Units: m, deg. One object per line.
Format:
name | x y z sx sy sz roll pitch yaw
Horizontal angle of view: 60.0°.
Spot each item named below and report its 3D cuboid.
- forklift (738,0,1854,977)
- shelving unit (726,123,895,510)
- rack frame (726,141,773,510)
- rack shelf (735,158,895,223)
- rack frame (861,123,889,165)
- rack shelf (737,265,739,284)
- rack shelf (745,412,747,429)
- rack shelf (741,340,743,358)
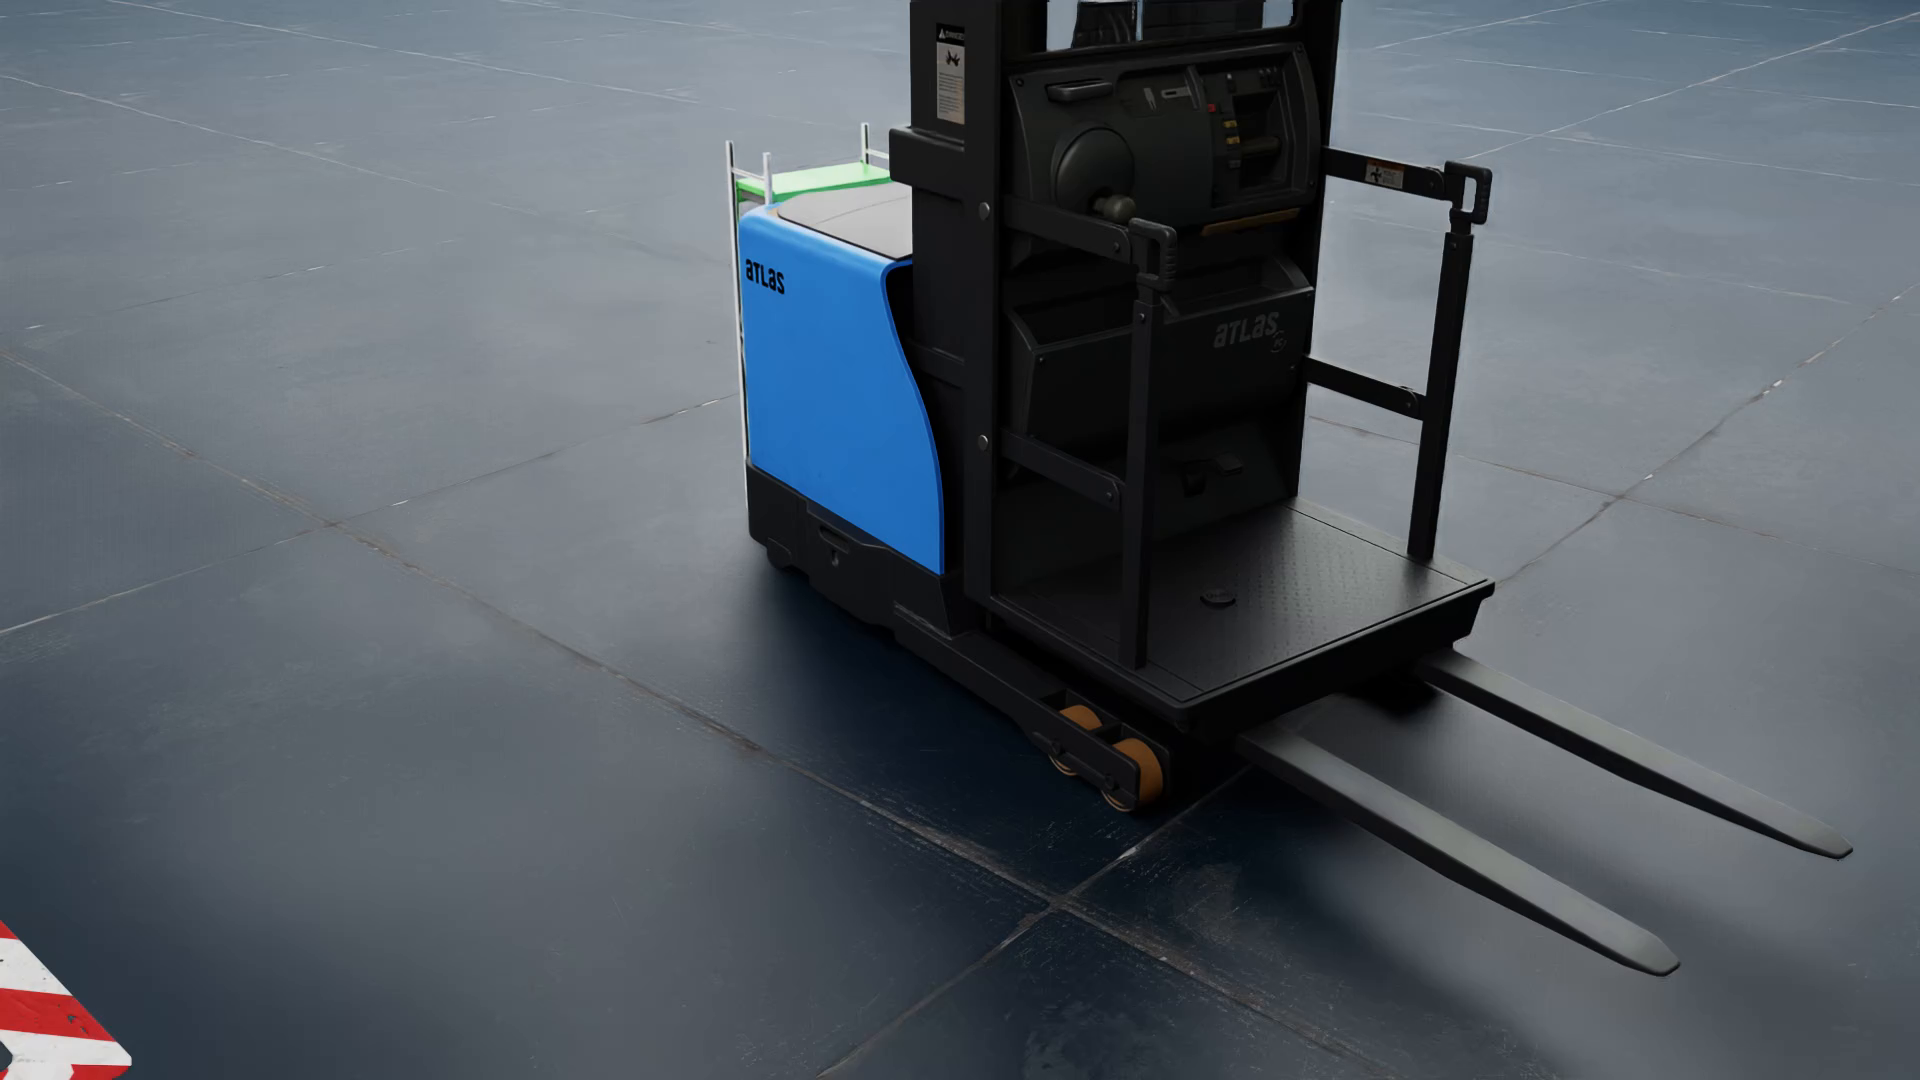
forklift | 0.628 -0.936 3.754 1.130 2.935 3.031 -17 29 -33
shelving unit | -0.430 -0.670 5.278 0.503 1.200 0.258 -17 29 -33
rack frame | -0.625 -0.610 5.145 0.015 1.200 0.240 -17 29 -33
rack shelf | -0.430 -1.050 5.108 0.480 0.148 0.258 -17 29 -33
rack frame | -0.234 -0.730 5.412 0.015 1.200 0.240 -17 29 -33
rack shelf | -0.430 -0.831 5.206 0.480 0.148 0.258 -17 29 -33
rack shelf | -0.430 -0.393 5.402 0.480 0.148 0.258 -17 29 -33
rack shelf | -0.430 -0.612 5.304 0.480 0.148 0.258 -17 29 -33
